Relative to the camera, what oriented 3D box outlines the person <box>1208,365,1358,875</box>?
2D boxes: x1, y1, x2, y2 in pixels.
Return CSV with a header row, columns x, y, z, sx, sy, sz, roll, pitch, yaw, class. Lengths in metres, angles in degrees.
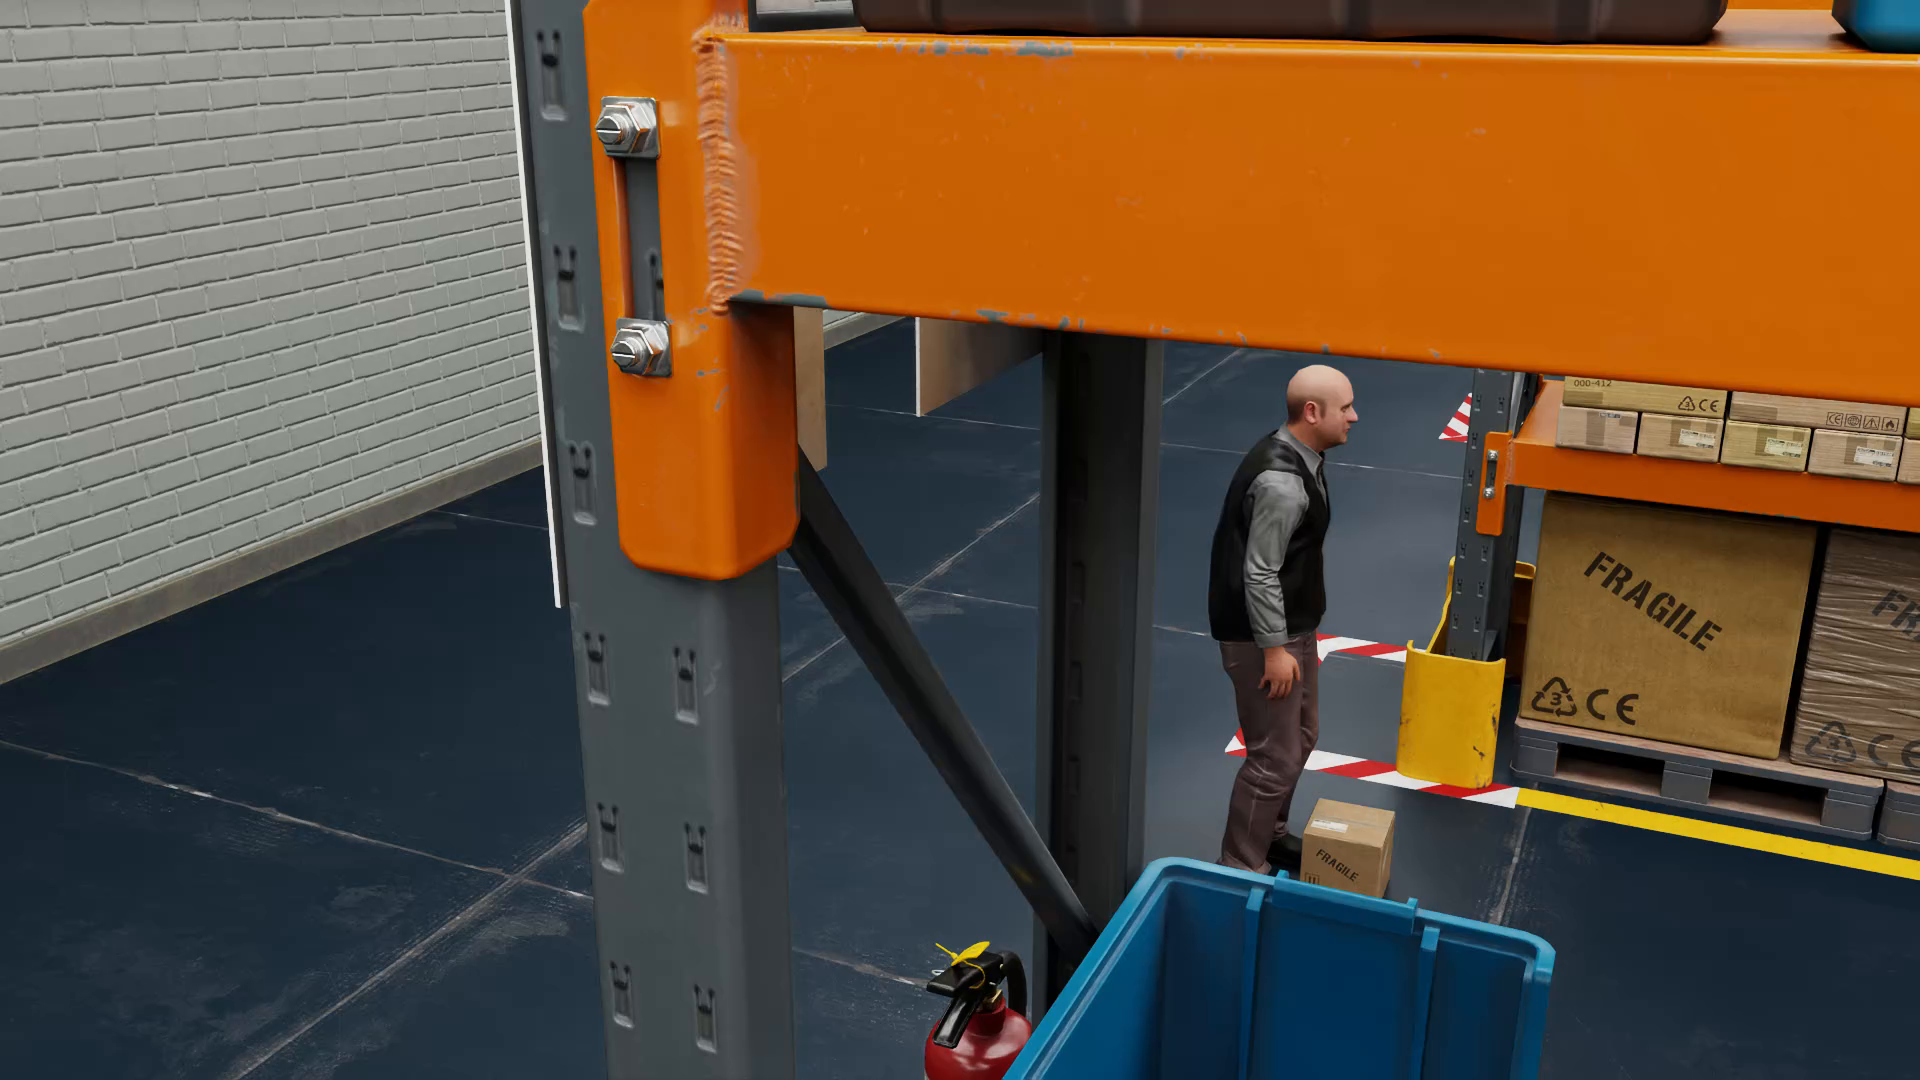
x,y,z,sx,sy,sz,roll,pitch,yaw,class
0.995,0.290,5.254,0.421,1.720,0.592,7,20,19,person
